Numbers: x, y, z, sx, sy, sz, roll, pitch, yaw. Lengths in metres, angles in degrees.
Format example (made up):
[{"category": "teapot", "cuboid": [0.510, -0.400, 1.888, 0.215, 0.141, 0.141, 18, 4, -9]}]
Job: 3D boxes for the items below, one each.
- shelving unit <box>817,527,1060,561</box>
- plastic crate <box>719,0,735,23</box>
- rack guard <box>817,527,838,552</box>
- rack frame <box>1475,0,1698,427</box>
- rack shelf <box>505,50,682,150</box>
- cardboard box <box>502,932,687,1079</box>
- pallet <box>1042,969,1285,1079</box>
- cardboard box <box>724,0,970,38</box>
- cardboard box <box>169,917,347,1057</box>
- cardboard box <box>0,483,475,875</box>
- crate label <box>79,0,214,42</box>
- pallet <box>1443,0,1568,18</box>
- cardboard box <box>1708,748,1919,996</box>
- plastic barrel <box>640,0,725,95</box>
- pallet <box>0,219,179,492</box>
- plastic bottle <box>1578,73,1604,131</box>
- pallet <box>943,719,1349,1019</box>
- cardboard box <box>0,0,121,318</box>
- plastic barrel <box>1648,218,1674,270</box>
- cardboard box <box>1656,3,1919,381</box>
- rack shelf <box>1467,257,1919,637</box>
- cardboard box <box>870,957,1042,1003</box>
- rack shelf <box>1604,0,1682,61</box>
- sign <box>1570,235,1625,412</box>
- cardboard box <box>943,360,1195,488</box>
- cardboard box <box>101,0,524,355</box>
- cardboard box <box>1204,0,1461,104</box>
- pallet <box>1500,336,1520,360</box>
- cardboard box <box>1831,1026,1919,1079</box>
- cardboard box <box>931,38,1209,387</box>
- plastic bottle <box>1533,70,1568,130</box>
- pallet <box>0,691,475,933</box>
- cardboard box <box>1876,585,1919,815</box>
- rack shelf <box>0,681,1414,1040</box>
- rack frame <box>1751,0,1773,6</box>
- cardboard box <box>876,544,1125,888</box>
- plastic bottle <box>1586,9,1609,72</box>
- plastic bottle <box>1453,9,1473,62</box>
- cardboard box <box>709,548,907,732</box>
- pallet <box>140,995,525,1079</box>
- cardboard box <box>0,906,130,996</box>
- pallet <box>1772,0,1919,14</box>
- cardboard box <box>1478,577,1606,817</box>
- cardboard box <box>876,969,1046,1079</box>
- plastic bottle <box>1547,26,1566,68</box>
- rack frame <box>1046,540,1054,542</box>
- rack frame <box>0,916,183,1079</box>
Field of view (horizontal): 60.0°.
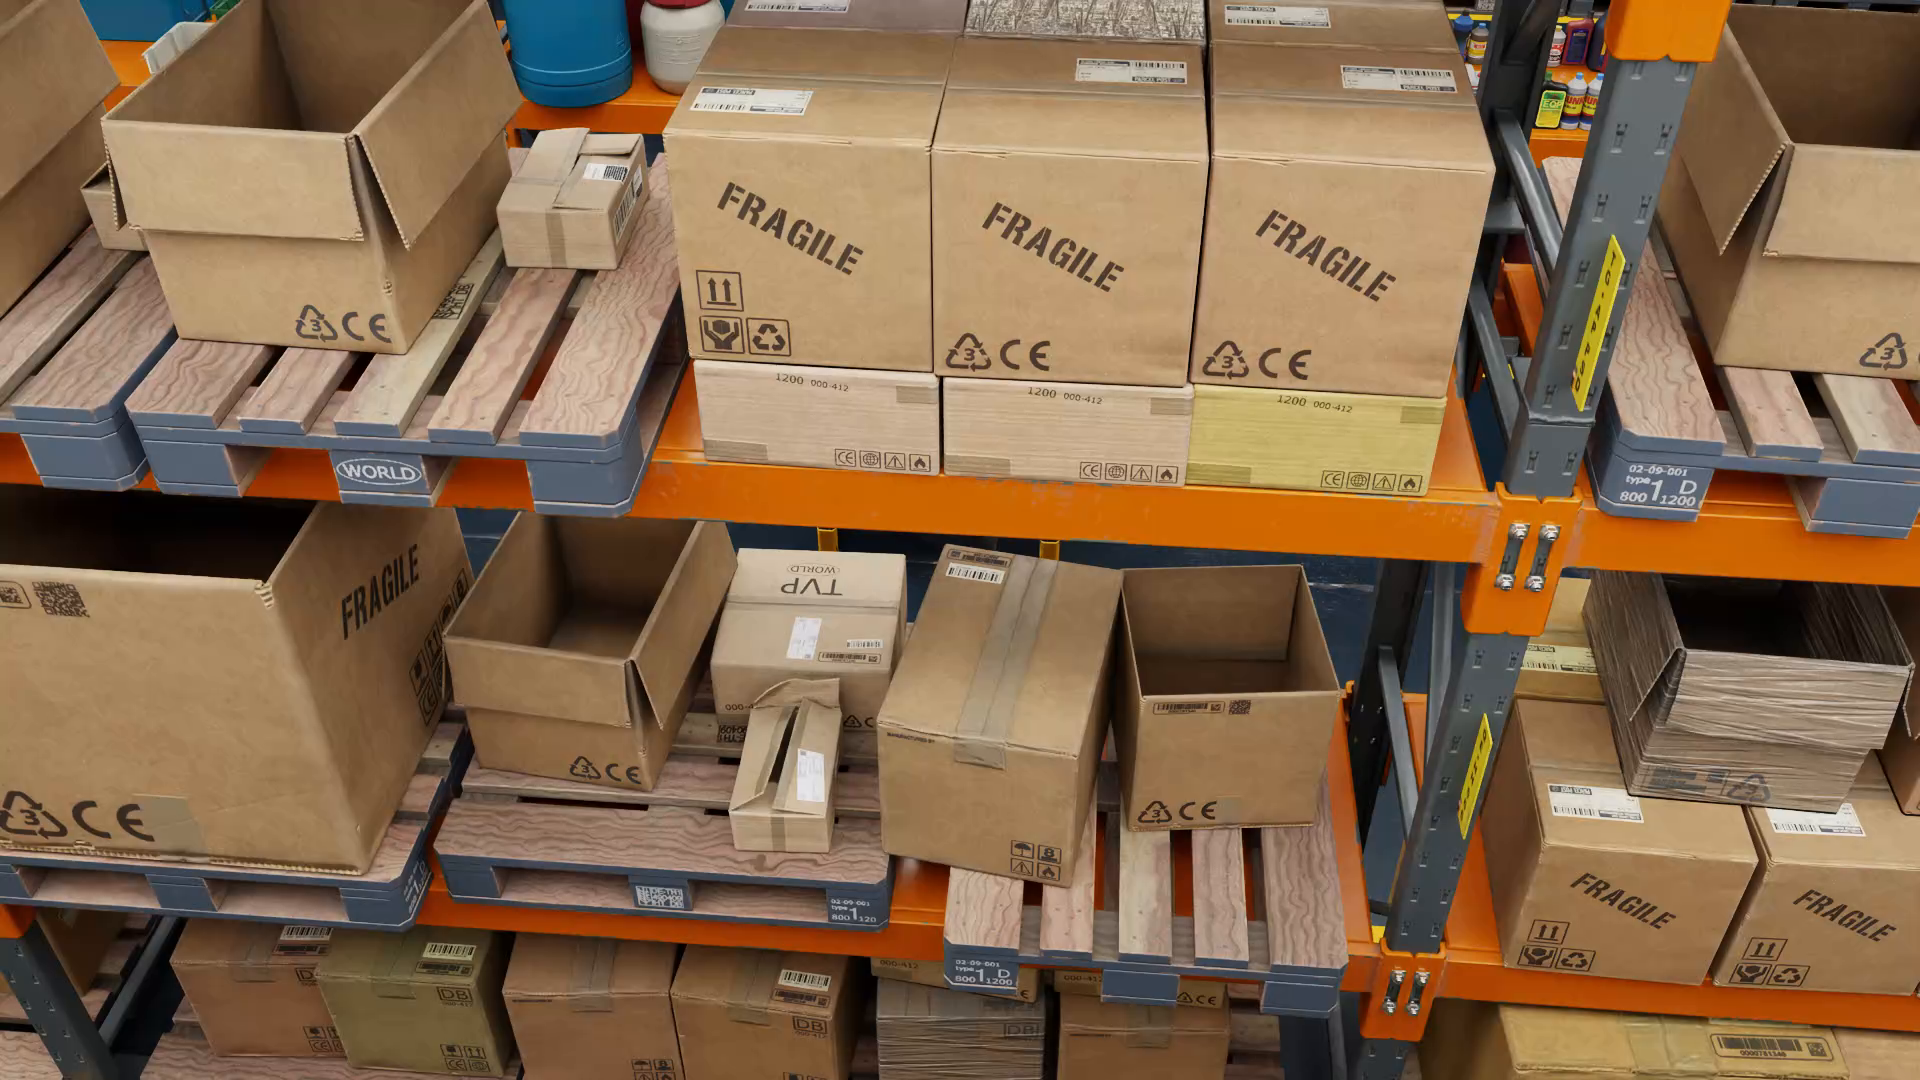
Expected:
[{"category": "shelving unit", "cuboid": [-0.076, -0.586, 7.282, 1.083, 1.500, 0.587, 3, 39, 4]}, {"category": "plastic crate", "cuboid": [-1.206, -2.838, 8.873, 0.575, 0.384, 0.392, 3, 39, 4]}, {"category": "rack guard", "cuboid": [-0.572, -0.128, 7.710, 0.087, 0.250, 0.587, 3, 39, 4]}, {"category": "rack frame", "cuboid": [1.226, -1.703, 2.713, 0.127, 3.000, 1.000, 3, 39, 4]}, {"category": "rack shelf", "cuboid": [-0.339, -2.321, 8.795, 4.000, 0.370, 1.077, 3, 39, 4]}, {"category": "cardboard box", "cuboid": [-1.118, 1.320, 5.384, 0.500, 0.500, 0.700, 0, 39, 0]}, {"category": "pallet", "cuboid": [0.448, 1.662, 5.541, 1.213, 0.211, 1.003, 3, 39, 4]}, {"category": "cardboard box", "cuboid": [-0.226, -1.012, 3.766, 0.500, 0.500, 0.500, 2, 39, 3]}, {"category": "cardboard box", "cuboid": [-2.149, 1.252, 5.467, 0.500, 0.500, 0.700, 0, 39, 0]}, {"category": "cardboard box", "cuboid": [-1.979, 0.142, 4.391, 1.000, 1.000, 1.000, 3, 39, 4]}, {"category": "crate label", "cuboid": [-4.459, -3.010, 9.044, 0.616, 0.435, 0.502, 3, 39, 4]}, {"category": "pallet", "cuboid": [4.037, -4.392, 12.979, 1.213, 0.211, 1.003, 3, 39, 4]}, {"category": "cardboard box", "cuboid": [2.201, 0.810, 4.300, 0.500, 0.500, 0.500, 2, 39, 3]}, {"category": "plastic barrel", "cuboid": [-1.397, -2.571, 8.425, 0.433, 0.535, 0.433, 0, 39, 0]}, {"category": "pallet", "cuboid": [-2.153, -0.584, 3.864, 1.003, 0.211, 1.213, 3, 39, 4]}, {"category": "plastic bottle", "cuboid": [3.091, -2.140, 8.105, 0.097, 0.271, 0.097, 0, 39, 0]}, {"category": "pallet", "cuboid": [0.507, 0.727, 4.633, 1.003, 0.211, 1.213, 3, 39, 4]}, {"category": "cardboard box", "cuboid": [-2.299, -0.872, 3.655, 0.637, 0.503, 0.797, 1, 39, 2]}, {"category": "plastic barrel", "cuboid": [3.838, -1.637, 9.023, 0.421, 0.512, 0.421, 0, 39, 0]}, {"category": "cardboard box", "cuboid": [1.840, -0.754, 3.510, 0.637, 0.503, 0.797, 5, 39, 6]}, {"category": "rack shelf", "cuboid": [3.219, -0.151, 3.753, 4.000, 0.370, 1.077, 3, 39, 4]}, {"category": "cardboard box", "cuboid": [0.027, 1.092, 5.070, 0.500, 0.250, 0.500, 7, 40, 9]}, {"category": "rack shelf", "cuboid": [-0.766, -1.377, 3.200, 4.000, 0.370, 1.077, 3, 39, 4]}, {"category": "sign", "cuboid": [1.178, -0.399, 3.078, 0.005, 0.325, 0.100, 3, 39, 4]}, {"category": "cardboard box", "cuboid": [0.236, -0.371, 3.573, 0.500, 0.250, 0.500, 3, 39, 4]}, {"category": "cardboard box", "cuboid": [-1.360, -0.821, 3.592, 0.637, 0.503, 0.797, 5, 39, 6]}, {"category": "cardboard box", "cuboid": [0.780, -0.959, 3.701, 0.500, 0.500, 0.500, 3, 39, 4]}, {"category": "pallet", "cuboid": [2.443, -1.393, 9.294, 1.213, 0.211, 1.003, 3, 39, 4]}, {"category": "cardboard box", "cuboid": [2.800, 1.389, 5.017, 0.875, 0.875, 1.225, 3, 39, 4]}, {"category": "cardboard box", "cuboid": [0.218, -0.662, 3.335, 0.500, 0.500, 0.500, 3, 39, 4]}, {"category": "plastic bottle", "cuboid": [2.877, -2.145, 8.102, 0.133, 0.283, 0.061, 3, 39, 4]}, {"category": "pallet", "cuboid": [-2.010, 0.614, 4.772, 1.213, 0.211, 1.003, 3, 39, 4]}, {"category": "cardboard box", "cuboid": [2.602, 0.284, 4.152, 0.637, 0.503, 0.797, 4, 39, 5]}, {"category": "rack shelf", "cuboid": [-0.766, 0.794, 4.968, 4.000, 0.370, 1.077, 3, 39, 4]}, {"category": "rack frame", "cuboid": [6.070, -5.388, 11.993, 0.127, 3.000, 1.000, 3, 39, 4]}, {"category": "cardboard box", "cuboid": [0.120, 0.451, 4.408, 0.500, 0.500, 0.700, 9, 40, 10]}, {"category": "plastic bottle", "cuboid": [3.387, -2.621, 8.633, 0.185, 0.351, 0.144, 3, 39, 4]}, {"category": "plastic bottle", "cuboid": [2.631, -2.646, 8.727, 0.097, 0.271, 0.097, 0, 39, 0]}, {"category": "cardboard box", "cuboid": [-0.424, 0.283, 4.812, 0.500, 0.250, 0.500, 2, 39, 3]}, {"category": "pallet", "cuboid": [-1.983, 1.529, 5.704, 1.213, 0.211, 1.003, 3, 39, 4]}, {"category": "cardboard box", "cuboid": [-3.154, 1.166, 5.589, 0.500, 0.500, 0.500, 2, 39, 2]}, {"category": "pallet", "cuboid": [6.754, -4.269, 12.827, 1.213, 0.211, 1.003, 3, 39, 4]}, {"category": "cardboard box", "cuboid": [1.739, 0.456, 4.734, 0.500, 0.500, 0.500, 4, 39, 5]}, {"category": "cardboard box", "cuboid": [0.003, 1.377, 5.314, 0.500, 0.500, 0.700, 0, 39, 0]}, {"category": "plastic bottle", "cuboid": [3.116, -2.593, 8.717, 0.097, 0.201, 0.097, 0, 39, 0]}, {"category": "rack frame", "cuboid": [0.421, -0.559, 7.248, 0.032, 1.500, 0.500, 3, 39, 4]}, {"category": "rack frame", "cuboid": [-2.759, 0.406, 4.875, 0.127, 3.000, 1.000, 3, 39, 4]}]
